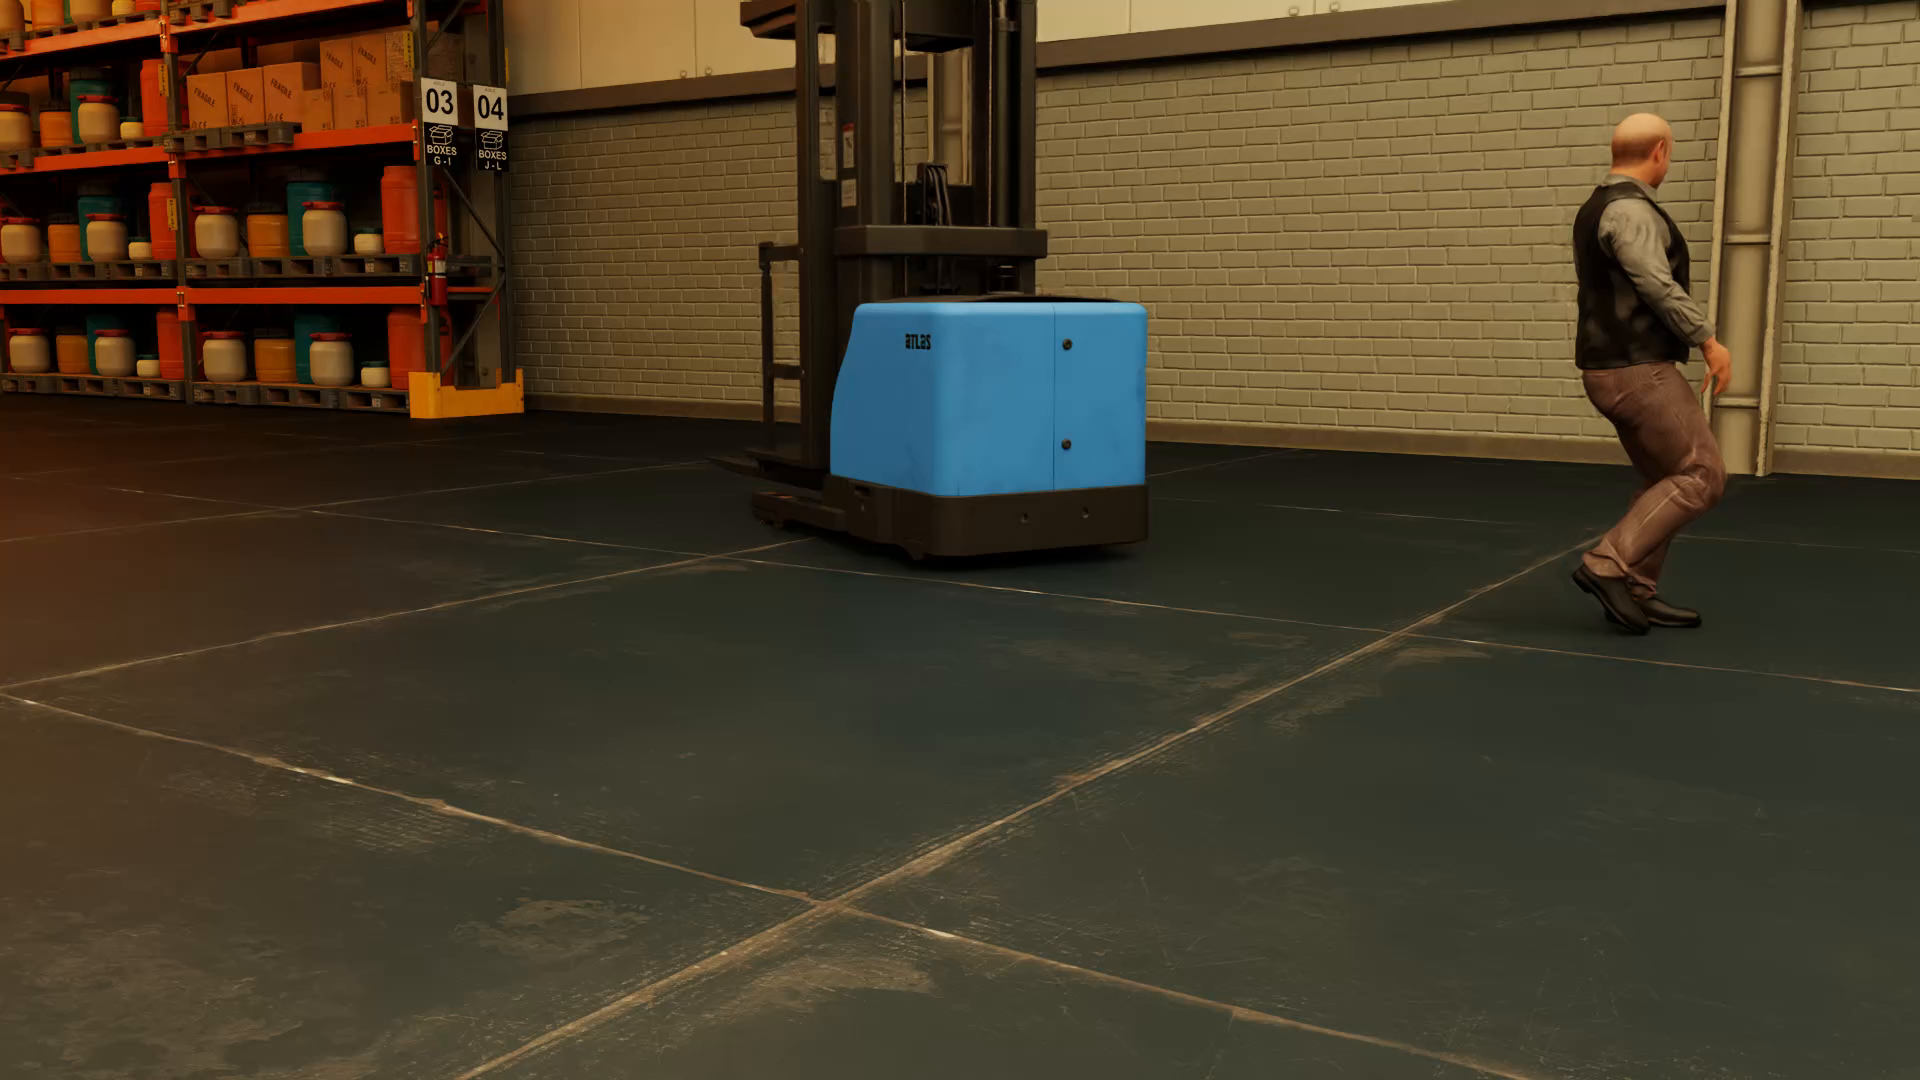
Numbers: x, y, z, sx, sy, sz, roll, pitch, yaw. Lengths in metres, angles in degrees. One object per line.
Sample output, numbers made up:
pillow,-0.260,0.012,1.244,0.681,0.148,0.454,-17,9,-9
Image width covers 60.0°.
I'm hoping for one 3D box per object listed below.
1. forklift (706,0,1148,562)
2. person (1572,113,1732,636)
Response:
forklift,-0.367,-1.530,7.949,1.130,2.935,3.031,-5,9,-30
person,2.277,-0.553,5.526,0.481,1.688,0.760,3,8,17
